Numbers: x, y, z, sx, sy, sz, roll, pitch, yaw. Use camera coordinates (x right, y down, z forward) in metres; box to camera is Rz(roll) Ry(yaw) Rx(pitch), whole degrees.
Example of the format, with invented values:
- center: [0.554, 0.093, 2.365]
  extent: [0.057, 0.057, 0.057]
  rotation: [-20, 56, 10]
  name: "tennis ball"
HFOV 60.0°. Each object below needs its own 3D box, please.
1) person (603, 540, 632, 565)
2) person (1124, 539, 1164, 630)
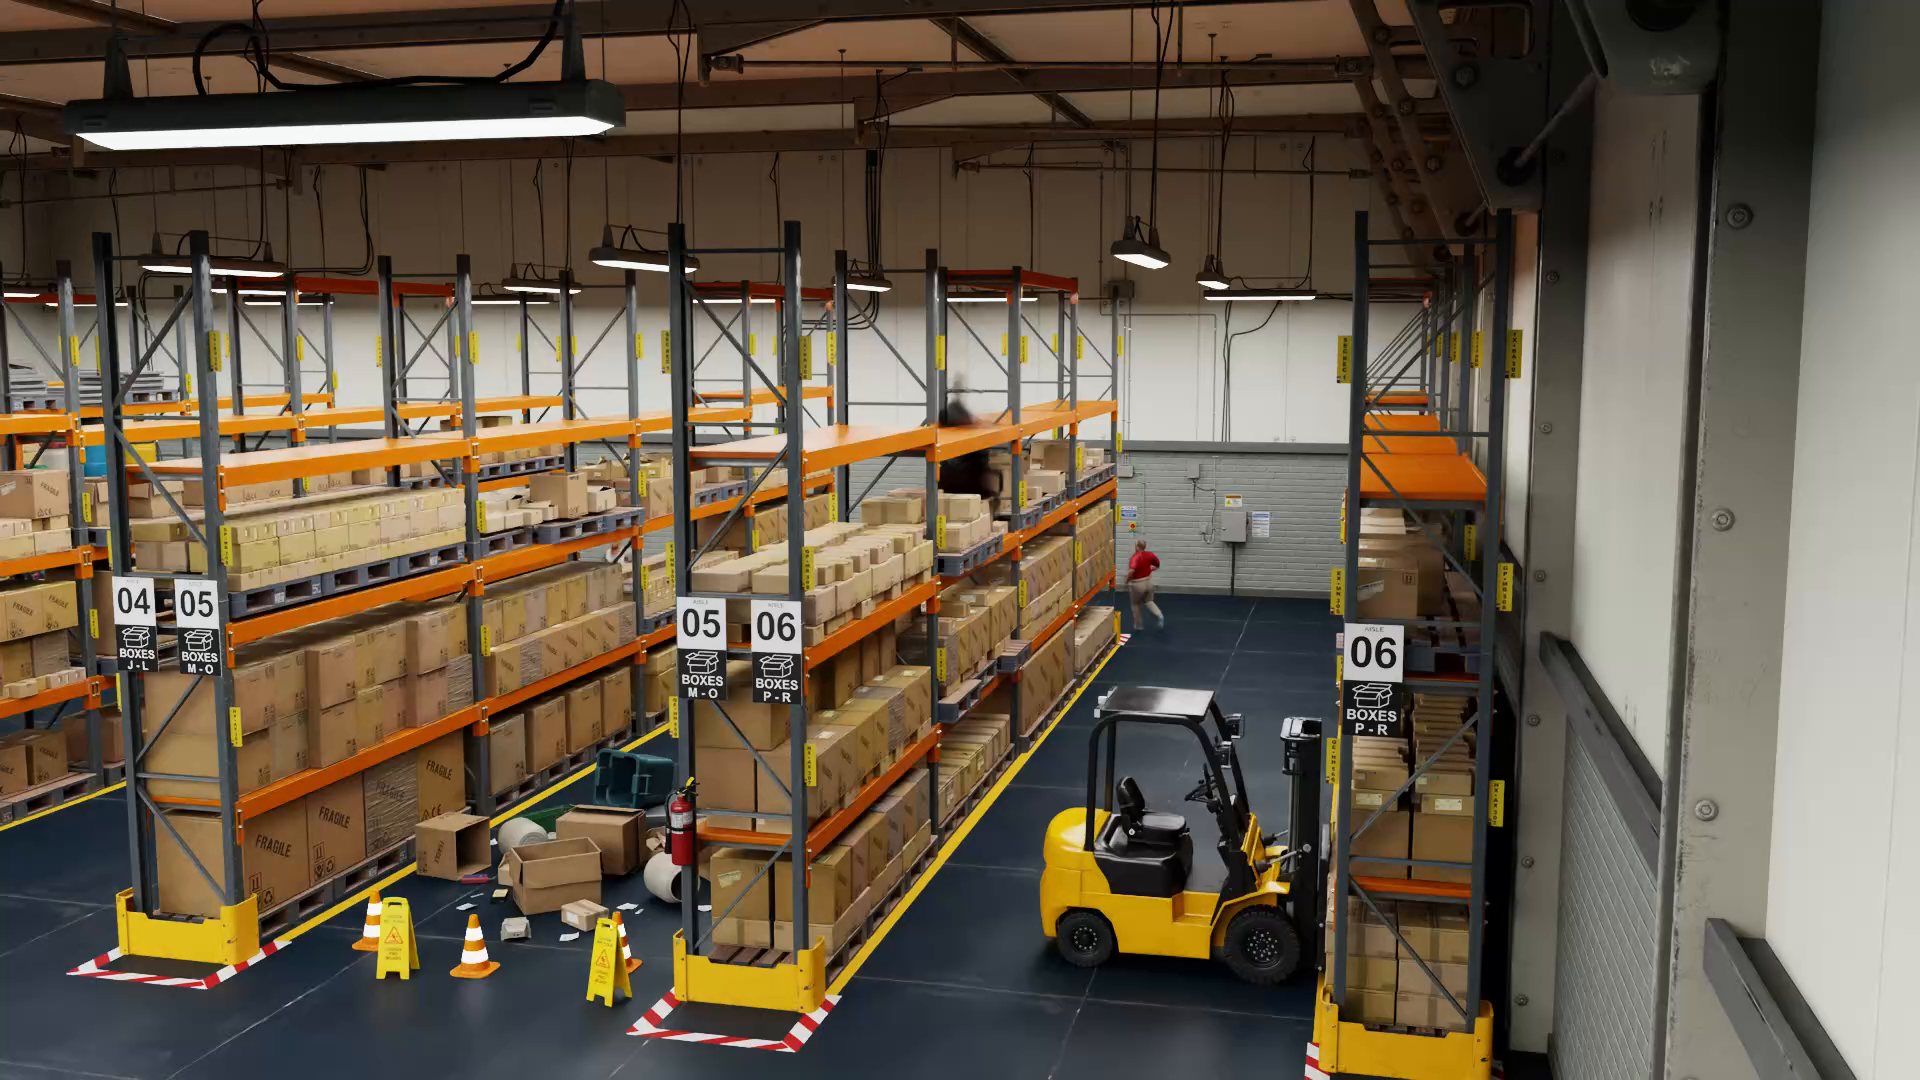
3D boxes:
- center: [-6.011, 0.745, 29.279]
  extent: [0.658, 1.728, 0.732]
  rotation: [2, 7, 12]
  name: "person"
- center: [3.133, 0.792, 29.119]
  extent: [0.731, 1.653, 0.819]
  rotation: [-3, 8, -24]
  name: "person"
